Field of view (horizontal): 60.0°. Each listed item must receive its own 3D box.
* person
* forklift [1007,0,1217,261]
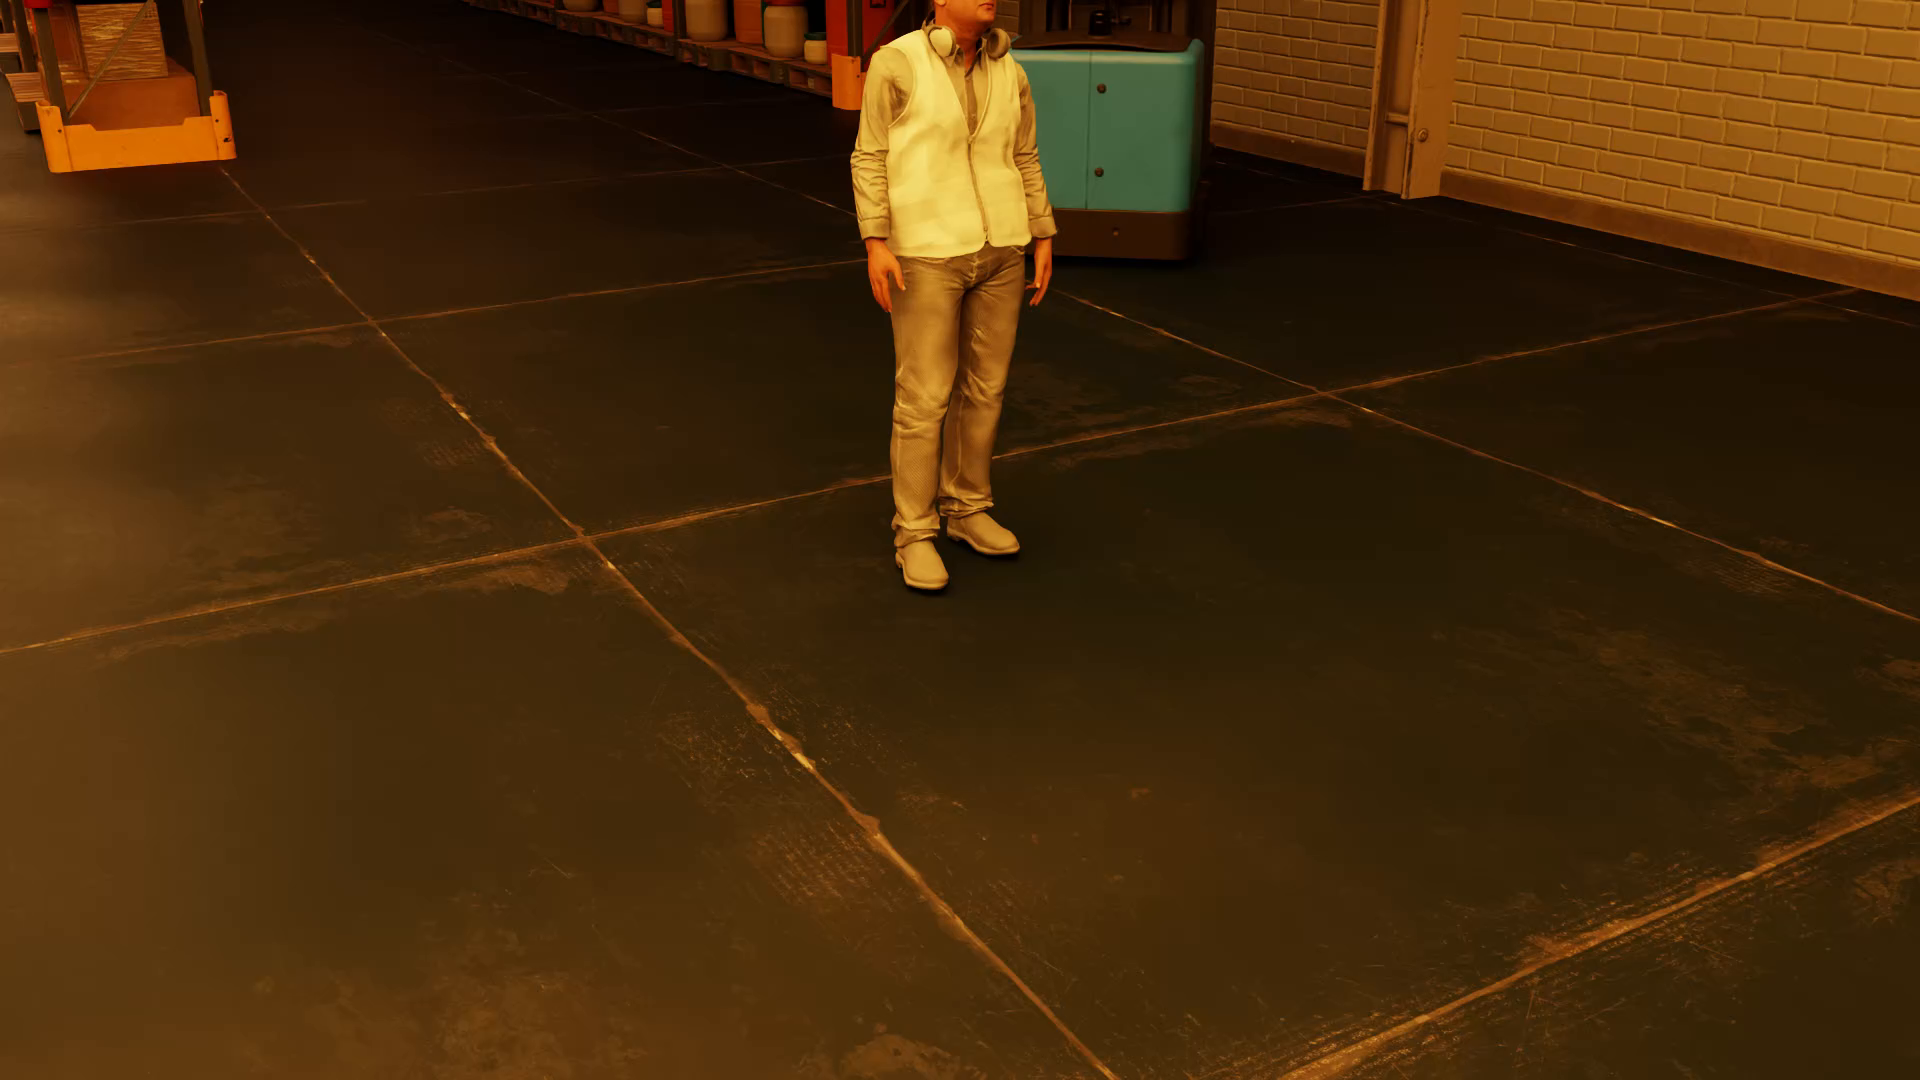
[{"bbox_3d":[0.024,-0.806,4.742,0.632,1.773,0.568,-12,25,-28],"label":"person"},{"bbox_3d":[0.915,-3.294,9.301,1.130,2.935,3.031,4,23,10],"label":"forklift"}]
